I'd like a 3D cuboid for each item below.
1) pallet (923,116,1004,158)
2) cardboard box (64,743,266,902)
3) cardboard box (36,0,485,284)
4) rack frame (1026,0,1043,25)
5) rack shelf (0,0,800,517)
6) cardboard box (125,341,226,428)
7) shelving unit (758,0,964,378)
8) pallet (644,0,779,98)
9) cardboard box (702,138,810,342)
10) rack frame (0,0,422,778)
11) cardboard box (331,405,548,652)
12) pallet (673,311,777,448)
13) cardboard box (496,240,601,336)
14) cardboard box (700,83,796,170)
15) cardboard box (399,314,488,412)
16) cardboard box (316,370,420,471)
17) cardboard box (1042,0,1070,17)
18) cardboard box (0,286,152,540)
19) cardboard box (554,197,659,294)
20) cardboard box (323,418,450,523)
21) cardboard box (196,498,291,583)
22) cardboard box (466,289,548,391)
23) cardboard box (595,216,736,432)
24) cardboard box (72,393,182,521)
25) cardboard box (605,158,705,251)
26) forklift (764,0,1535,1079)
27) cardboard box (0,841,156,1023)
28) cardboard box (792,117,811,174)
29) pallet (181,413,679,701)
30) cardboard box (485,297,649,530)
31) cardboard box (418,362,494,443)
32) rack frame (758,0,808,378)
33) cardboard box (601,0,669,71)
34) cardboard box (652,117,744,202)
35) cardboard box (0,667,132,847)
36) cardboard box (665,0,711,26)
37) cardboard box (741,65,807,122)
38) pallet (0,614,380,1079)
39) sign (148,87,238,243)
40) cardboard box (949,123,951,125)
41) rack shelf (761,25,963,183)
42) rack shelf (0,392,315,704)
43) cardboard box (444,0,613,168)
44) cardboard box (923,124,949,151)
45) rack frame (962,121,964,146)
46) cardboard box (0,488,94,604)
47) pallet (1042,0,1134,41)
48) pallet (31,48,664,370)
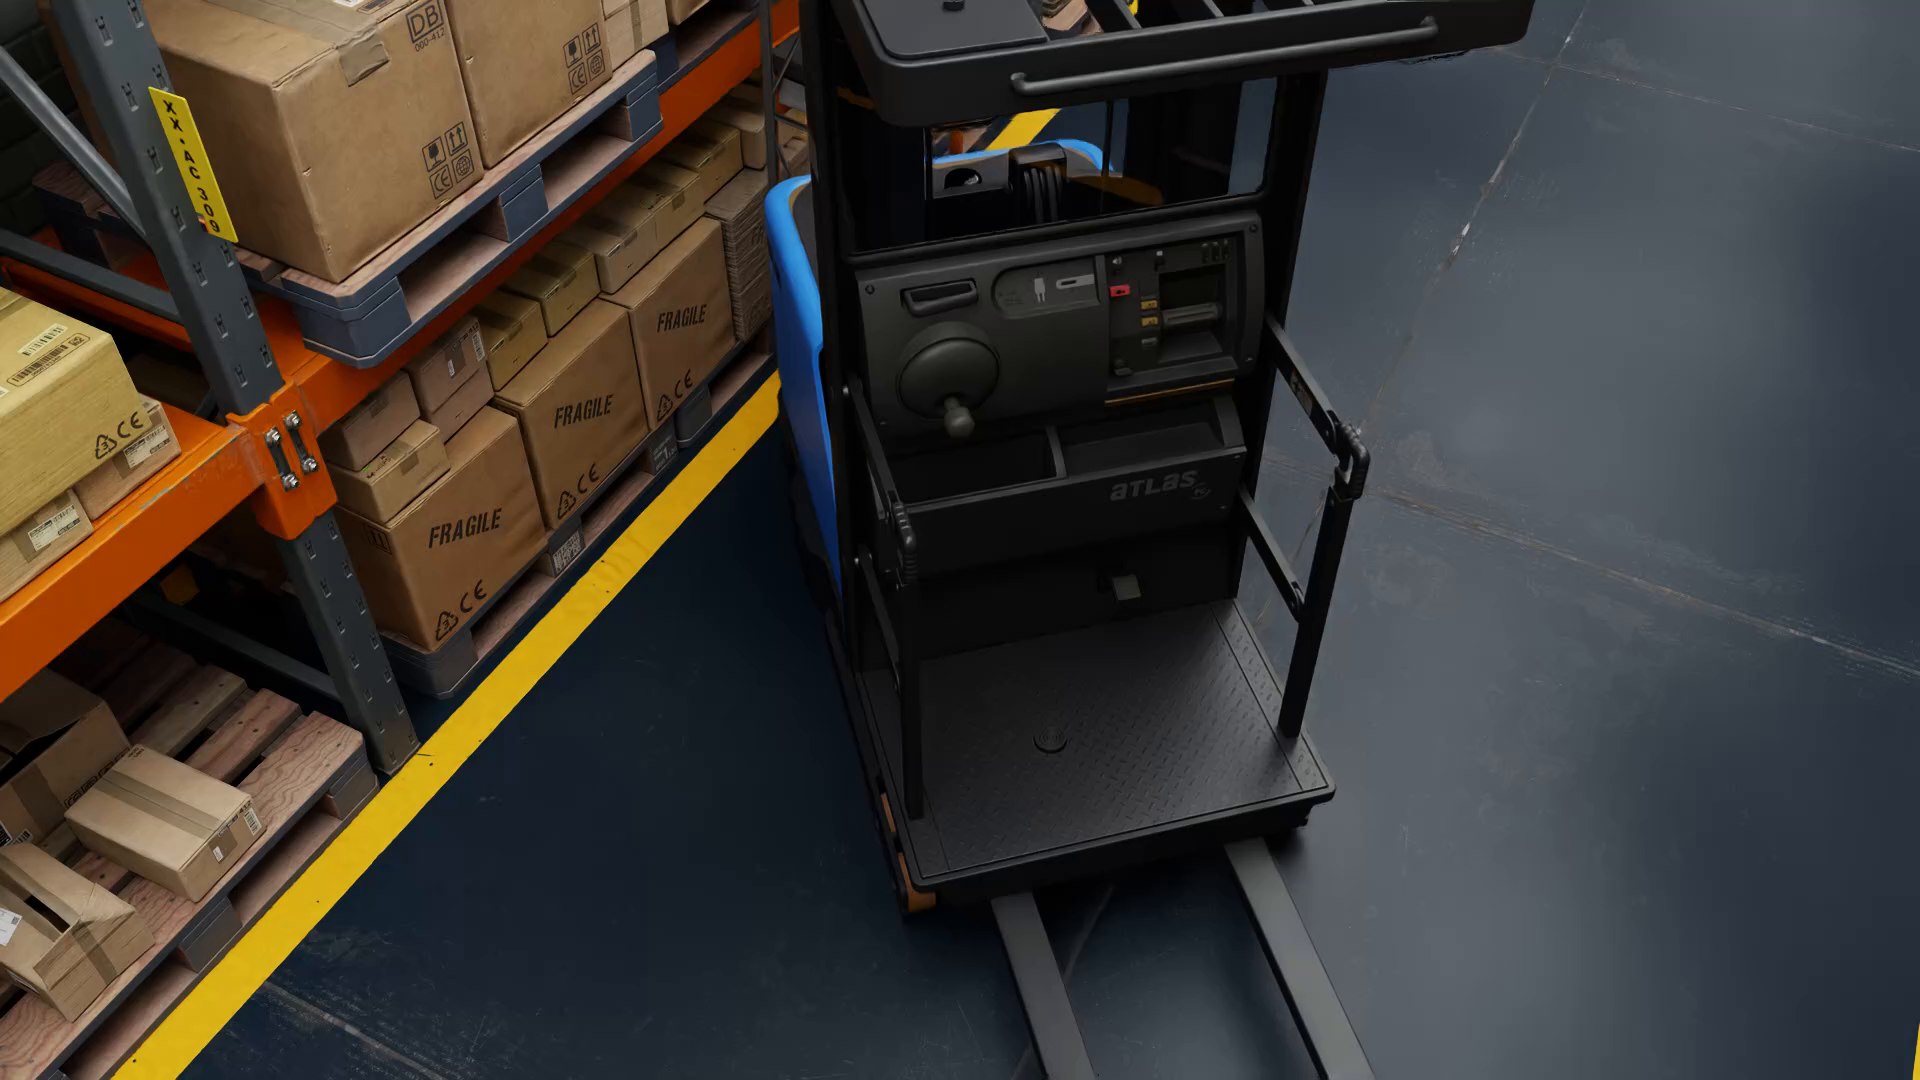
[{"bbox_3d":[-0.507,-1.682,6.764,1.003,0.211,1.213,20,49,19],"label":"pallet"},{"bbox_3d":[-1.983,0.703,4.156,0.380,0.149,0.250,19,48,18],"label":"cardboard box"},{"bbox_3d":[-1.561,-1.014,3.777,0.700,0.500,0.500,22,49,20],"label":"cardboard box"},{"bbox_3d":[-0.127,-3.120,6.224,1.000,3.000,0.127,20,49,19],"label":"rack frame"},{"bbox_3d":[-1.056,-1.607,5.235,1.077,0.370,4.000,20,49,19],"label":"rack shelf"},{"bbox_3d":[-2.069,-0.424,4.566,0.380,0.149,0.250,19,48,18],"label":"cardboard box"},{"bbox_3d":[-0.287,-1.352,5.096,0.431,2.100,0.503,26,51,20],"label":"shelving unit"},{"bbox_3d":[-1.026,-1.826,5.080,1.003,0.211,1.213,20,49,19],"label":"pallet"},{"bbox_3d":[-0.840,-1.076,5.666,0.500,0.500,0.500,19,48,18],"label":"cardboard box"},{"bbox_3d":[-1.984,-0.600,3.734,1.000,3.000,0.127,20,49,19],"label":"rack frame"},{"bbox_3d":[-1.560,-0.099,4.701,0.500,0.500,0.500,22,49,21],"label":"cardboard box"},{"bbox_3d":[-1.075,-0.916,6.007,1.003,0.211,1.213,20,49,19],"label":"pallet"},{"bbox_3d":[-1.298,-0.778,4.916,0.380,0.149,0.250,20,49,18],"label":"cardboard box"},{"bbox_3d":[-0.773,-1.396,5.527,0.380,0.149,0.250,18,48,17],"label":"cardboard box"},{"bbox_3d":[-1.504,-0.519,4.451,0.380,0.149,0.250,18,48,17],"label":"cardboard box"},{"bbox_3d":[-1.636,-0.360,4.293,0.380,0.149,0.250,20,49,18],"label":"cardboard box"},{"bbox_3d":[0.174,-2.821,7.304,0.875,0.625,0.625,22,49,20],"label":"cardboard box"},{"bbox_3d":[-2.004,-0.250,3.285,0.500,0.250,0.500,22,49,20],"label":"cardboard box"},{"bbox_3d":[-1.149,-0.923,5.059,0.380,0.149,0.250,20,49,19],"label":"cardboard box"},{"bbox_3d":[-1.582,-0.235,4.379,0.380,0.149,0.250,23,50,21],"label":"cardboard box"},{"bbox_3d":[-2.018,-0.276,4.876,0.500,0.500,0.500,20,49,19],"label":"cardboard box"},{"bbox_3d":[-1.413,-0.600,4.741,0.380,0.149,0.250,18,48,17],"label":"cardboard box"},{"bbox_3d":[-1.086,-0.751,5.345,0.500,0.500,0.500,19,48,18],"label":"cardboard box"},{"bbox_3d":[-1.908,-0.227,3.542,0.380,0.149,0.250,21,49,20],"label":"cardboard box"},{"bbox_3d":[-1.031,-1.078,5.213,0.380,0.149,0.250,22,49,20],"label":"cardboard box"},{"bbox_3d":[0.295,-0.383,3.568,1.130,2.935,3.031,-11,46,-10],"label":"forklift"},{"bbox_3d":[-2.148,0.886,3.892,0.396,0.266,0.258,22,49,20],"label":"cardboard box"},{"bbox_3d":[-0.615,-1.409,5.996,0.500,0.500,0.500,22,49,21],"label":"cardboard box"},{"bbox_3d":[-1.640,-0.145,5.245,1.003,0.211,1.213,20,49,19],"label":"pallet"},{"bbox_3d":[-1.322,-0.438,5.036,0.500,0.500,0.500,20,49,19],"label":"cardboard box"},{"bbox_3d":[-1.522,-0.435,4.577,0.380,0.149,0.250,19,48,18],"label":"cardboard box"},{"bbox_3d":[-0.419,-1.206,4.951,0.400,2.100,0.015,26,51,20],"label":"rack frame"},{"bbox_3d":[-0.999,-1.449,4.372,0.396,0.266,0.258,23,50,21],"label":"cardboard box"},{"bbox_3d":[-0.932,-1.258,5.390,0.380,0.149,0.250,21,49,19],"label":"cardboard box"},{"bbox_3d":[-2.500,0.536,4.207,0.500,0.311,0.500,22,49,20],"label":"cardboard box"},{"bbox_3d":[-0.957,-1.834,4.588,0.700,0.500,0.500,20,49,19],"label":"cardboard box"},{"bbox_3d":[-0.671,-1.580,5.709,0.380,0.149,0.250,20,49,18],"label":"cardboard box"},{"bbox_3d":[-2.304,0.813,4.299,1.003,0.211,1.213,20,49,19],"label":"pallet"},{"bbox_3d":[-1.500,-0.730,3.254,0.100,0.325,0.005,20,49,19],"label":"sign"},{"bbox_3d":[-0.133,-2.051,6.631,0.500,0.500,0.500,22,49,20],"label":"cardboard box"},{"bbox_3d":[-0.287,-1.342,5.106,0.431,0.518,0.480,26,51,20],"label":"rack shelf"},{"bbox_3d":[-2.913,0.913,2.745,1.077,0.370,4.000,20,49,19],"label":"rack shelf"},{"bbox_3d":[-1.321,-1.340,4.100,0.700,0.500,0.500,21,49,19],"label":"cardboard box"},{"bbox_3d":[-0.375,-1.740,6.322,0.500,0.500,0.500,20,49,18],"label":"cardboard box"},{"bbox_3d":[-0.155,-1.498,5.240,0.400,2.100,0.015,26,51,20],"label":"rack frame"},{"bbox_3d":[-2.010,-0.056,3.373,0.380,0.149,0.250,22,49,20],"label":"cardboard box"},{"bbox_3d":[0.289,-2.645,7.716,1.003,0.211,1.213,20,49,19],"label":"pallet"},{"bbox_3d":[-1.516,-1.000,4.264,1.003,0.211,1.213,20,49,19],"label":"pallet"}]
